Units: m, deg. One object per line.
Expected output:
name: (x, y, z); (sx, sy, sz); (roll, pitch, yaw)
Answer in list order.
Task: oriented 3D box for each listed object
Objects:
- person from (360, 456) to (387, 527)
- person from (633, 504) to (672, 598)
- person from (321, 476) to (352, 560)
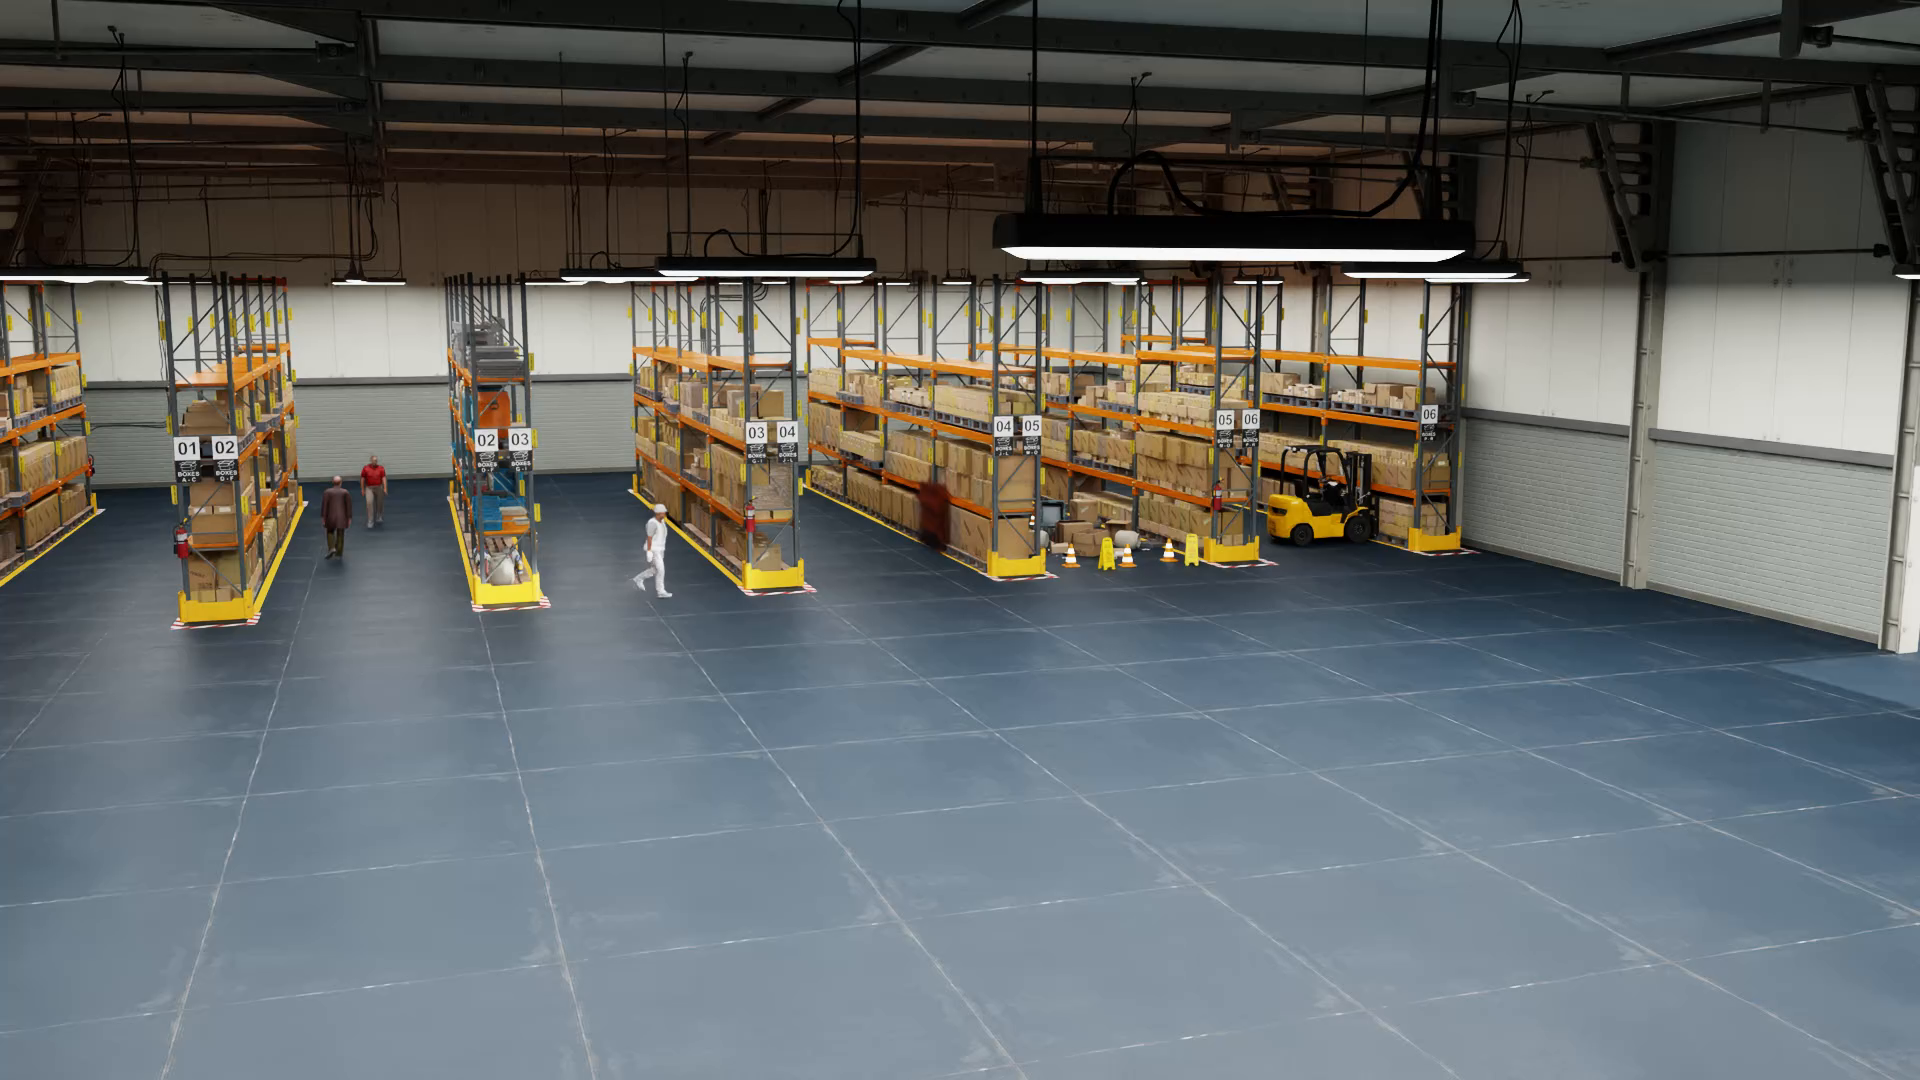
person: (-14.253, -1.215, 40.444); (0.604, 1.690, 1.015); (-3, 9, -18)
person: (-5.752, 0.184, 31.047); (0.915, 1.752, 0.560); (3, 9, 20)
person: (-13.191, -0.463, 35.186); (0.620, 1.778, 0.535); (-2, 9, -15)
